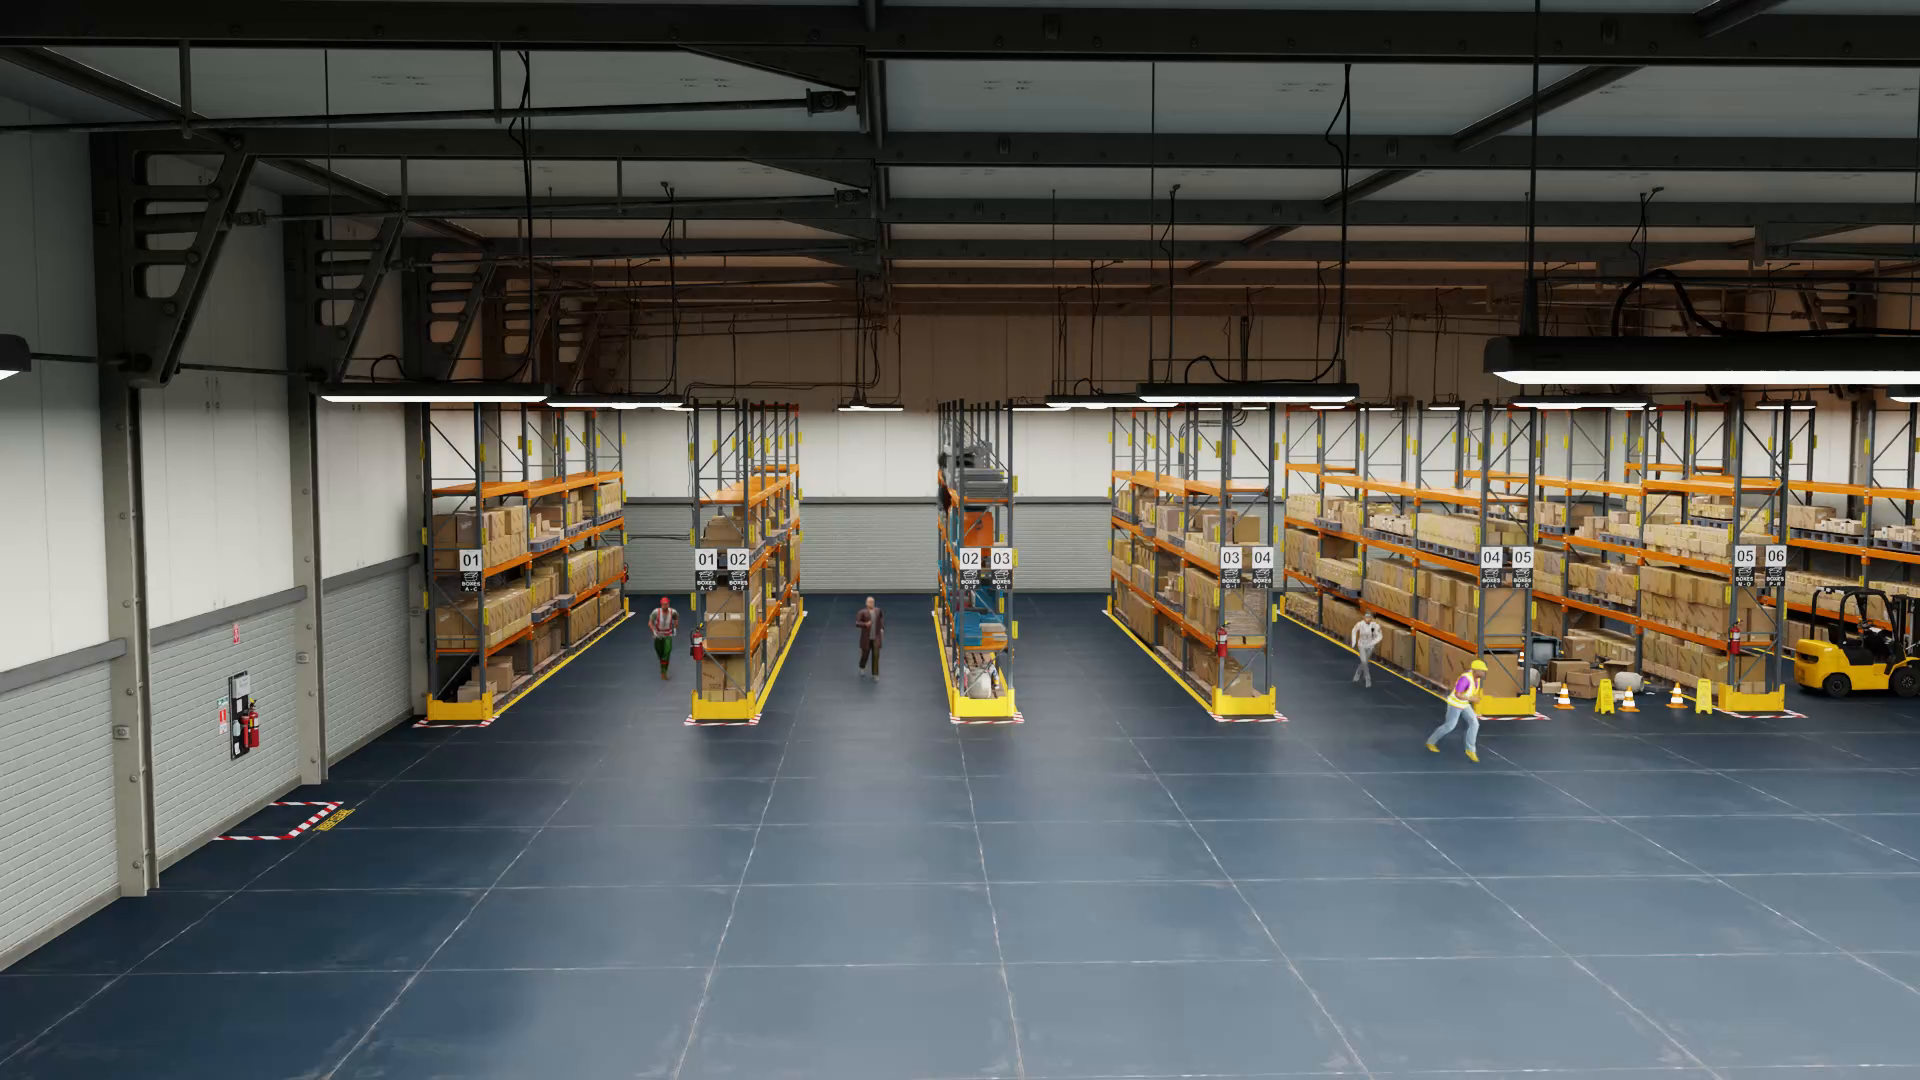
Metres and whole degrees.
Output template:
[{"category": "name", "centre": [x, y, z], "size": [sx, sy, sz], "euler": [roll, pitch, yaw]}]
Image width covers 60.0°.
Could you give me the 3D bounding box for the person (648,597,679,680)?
[{"category": "person", "centre": [-6.450, 2.101, 36.210], "size": [0.658, 1.756, 1.077], "euler": [-1, 4, -11]}]

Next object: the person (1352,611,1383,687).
[{"category": "person", "centre": [8.593, 2.271, 35.185], "size": [0.619, 1.624, 0.806], "euler": [0, 4, 5]}]

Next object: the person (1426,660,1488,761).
[{"category": "person", "centre": [8.269, 2.817, 27.650], "size": [1.042, 1.717, 0.747], "euler": [4, 6, 40]}]

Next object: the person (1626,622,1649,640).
[{"category": "person", "centre": [16.915, 1.749, 41.490], "size": [0.527, 1.750, 0.778], "euler": [-1, 4, -12]}]

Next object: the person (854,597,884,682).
[{"category": "person", "centre": [-1.937, 2.099, 35.660], "size": [0.716, 1.779, 1.023], "euler": [-2, 5, -19]}]
